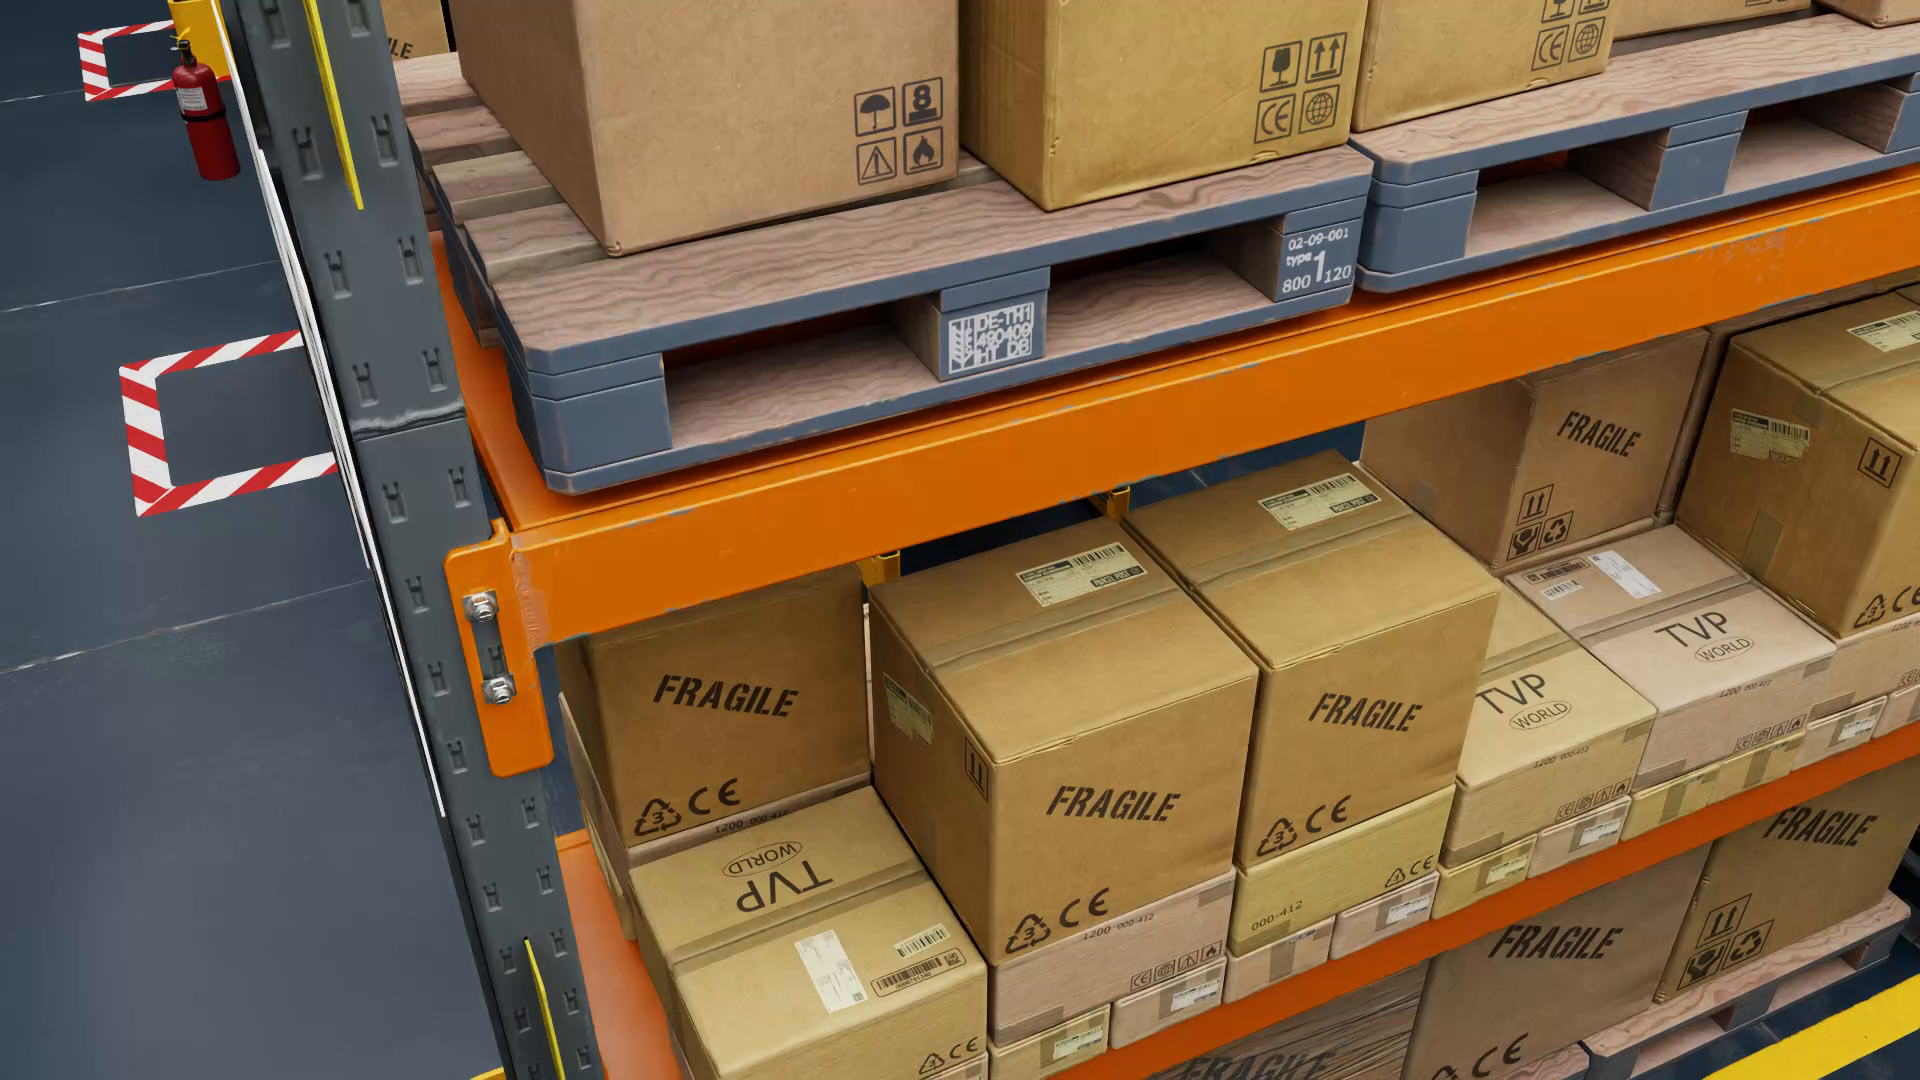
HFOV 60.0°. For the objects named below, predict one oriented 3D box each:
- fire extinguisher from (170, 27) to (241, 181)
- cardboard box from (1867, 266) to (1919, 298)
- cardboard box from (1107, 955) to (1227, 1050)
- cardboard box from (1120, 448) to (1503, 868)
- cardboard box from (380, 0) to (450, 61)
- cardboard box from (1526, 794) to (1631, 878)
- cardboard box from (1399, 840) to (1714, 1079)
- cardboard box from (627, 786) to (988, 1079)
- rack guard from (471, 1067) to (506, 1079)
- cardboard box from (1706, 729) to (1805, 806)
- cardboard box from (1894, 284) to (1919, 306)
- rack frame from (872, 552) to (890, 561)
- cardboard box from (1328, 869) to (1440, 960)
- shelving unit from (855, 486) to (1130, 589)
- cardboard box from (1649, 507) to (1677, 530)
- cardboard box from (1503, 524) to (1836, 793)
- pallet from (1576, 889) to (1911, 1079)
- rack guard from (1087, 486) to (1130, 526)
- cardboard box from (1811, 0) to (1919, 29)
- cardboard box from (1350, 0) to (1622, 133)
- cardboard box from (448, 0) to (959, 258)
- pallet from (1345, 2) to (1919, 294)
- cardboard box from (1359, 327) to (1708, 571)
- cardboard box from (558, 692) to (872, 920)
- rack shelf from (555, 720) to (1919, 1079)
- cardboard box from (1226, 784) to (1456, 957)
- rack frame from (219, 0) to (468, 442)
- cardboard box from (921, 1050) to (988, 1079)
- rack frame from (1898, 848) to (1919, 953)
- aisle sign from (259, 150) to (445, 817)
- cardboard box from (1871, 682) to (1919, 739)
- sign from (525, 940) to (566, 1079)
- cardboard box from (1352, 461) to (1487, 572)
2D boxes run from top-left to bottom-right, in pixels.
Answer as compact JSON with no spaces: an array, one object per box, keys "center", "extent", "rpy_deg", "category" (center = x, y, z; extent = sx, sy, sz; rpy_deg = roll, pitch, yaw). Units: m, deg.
[{"center":[-3.274,-1.895,7.165],"extent":[0.183,0.674,0.296],"rpy_deg":[-16,39,-20],"category":"fire extinguisher"},{"center":[2.245,-0.580,4.260],"extent":[0.500,0.500,0.500],"rpy_deg":[-16,39,-20],"category":"cardboard box"},{"center":[0.327,0.802,3.362],"extent":[0.250,0.149,0.380],"rpy_deg":[-16,40,-21],"category":"cardboard box"},{"center":[0.635,0.213,3.192],"extent":[0.500,0.500,0.500],"rpy_deg":[-17,40,-21],"category":"cardboard box"},{"center":[-2.326,-2.015,6.615],"extent":[0.500,0.500,0.500],"rpy_deg":[-14,39,-18],"category":"cardboard box"},{"center":[1.257,0.541,3.713],"extent":[0.250,0.149,0.380],"rpy_deg":[-15,39,-19],"category":"cardboard box"},{"center":[1.341,0.834,4.539],"extent":[0.875,0.875,0.875],"rpy_deg":[-16,39,-20],"category":"cardboard box"},{"center":[-0.284,0.775,3.064],"extent":[0.500,0.250,0.500],"rpy_deg":[-17,40,-21],"category":"cardboard box"},{"center":[-0.855,1.820,3.877],"extent":[0.348,0.500,1.175],"rpy_deg":[-16,39,-20],"category":"rack guard"},{"center":[1.719,0.413,3.886],"extent":[0.250,0.149,0.380],"rpy_deg":[-15,39,-19],"category":"cardboard box"},{"center":[2.485,-0.302,3.887],"extent":[0.500,0.500,0.500],"rpy_deg":[-15,39,-19],"category":"cardboard box"},{"center":[-0.383,-0.495,6.159],"extent":[0.032,1.500,0.500],"rpy_deg":[-16,39,-20],"category":"rack frame"},{"center":[0.791,0.672,3.537],"extent":[0.250,0.149,0.380],"rpy_deg":[-16,39,-20],"category":"cardboard box"},{"center":[0.069,-0.622,6.329],"extent":[1.083,1.500,0.587],"rpy_deg":[-16,39,-20],"category":"shelving unit"},{"center":[1.798,-0.161,4.325],"extent":[0.500,0.250,0.500],"rpy_deg":[-16,39,-20],"category":"cardboard box"},{"center":[1.570,0.253,3.767],"extent":[0.500,0.250,0.500],"rpy_deg":[-15,39,-19],"category":"cardboard box"},{"center":[2.066,1.068,5.133],"extent":[1.213,0.211,1.003],"rpy_deg":[-16,39,-20],"category":"pallet"},{"center":[0.520,-0.246,6.871],"extent":[0.087,0.250,0.587],"rpy_deg":[-16,39,-20],"category":"rack guard"},{"center":[1.616,-1.292,2.936],"extent":[0.500,0.500,0.700],"rpy_deg":[-14,39,-18],"category":"cardboard box"},{"center":[0.622,-1.039,2.594],"extent":[0.500,0.500,0.700],"rpy_deg":[-18,40,-23],"category":"cardboard box"},{"center":[-0.386,-0.804,2.278],"extent":[0.500,0.500,0.700],"rpy_deg":[-18,40,-23],"category":"cardboard box"},{"center":[0.940,-0.864,2.953],"extent":[1.213,0.211,1.003],"rpy_deg":[-16,39,-20],"category":"pallet"},{"center":[1.327,-0.325,3.917],"extent":[0.500,0.500,0.500],"rpy_deg":[-17,40,-21],"category":"cardboard box"},{"center":[-0.508,0.485,3.455],"extent":[0.500,0.250,0.500],"rpy_deg":[-16,40,-21],"category":"cardboard box"},{"center":[0.977,0.593,4.037],"extent":[4.000,0.370,1.077],"rpy_deg":[-16,39,-20],"category":"rack shelf"},{"center":[0.640,0.514,3.415],"extent":[0.500,0.250,0.500],"rpy_deg":[-17,40,-21],"category":"cardboard box"},{"center":[-0.834,-1.600,1.353],"extent":[0.127,3.000,1.000],"rpy_deg":[-16,39,-20],"category":"rack frame"},{"center":[-0.140,0.933,3.185],"extent":[0.250,0.149,0.380],"rpy_deg":[-16,40,-21],"category":"cardboard box"},{"center":[2.787,-0.203,4.505],"extent":[0.127,3.000,1.000],"rpy_deg":[-16,39,-20],"category":"rack frame"},{"center":[-0.771,-0.054,2.123],"extent":[0.004,0.787,0.394],"rpy_deg":[-16,39,-20],"category":"aisle sign"},{"center":[2.185,0.282,4.062],"extent":[0.250,0.149,0.380],"rpy_deg":[-16,40,-21],"category":"cardboard box"},{"center":[-0.603,0.731,2.453],"extent":[0.005,0.325,0.100],"rpy_deg":[-16,39,-20],"category":"sign"},{"center":[0.882,0.094,3.982],"extent":[0.500,0.250,0.500],"rpy_deg":[-16,39,-20],"category":"cardboard box"}]
